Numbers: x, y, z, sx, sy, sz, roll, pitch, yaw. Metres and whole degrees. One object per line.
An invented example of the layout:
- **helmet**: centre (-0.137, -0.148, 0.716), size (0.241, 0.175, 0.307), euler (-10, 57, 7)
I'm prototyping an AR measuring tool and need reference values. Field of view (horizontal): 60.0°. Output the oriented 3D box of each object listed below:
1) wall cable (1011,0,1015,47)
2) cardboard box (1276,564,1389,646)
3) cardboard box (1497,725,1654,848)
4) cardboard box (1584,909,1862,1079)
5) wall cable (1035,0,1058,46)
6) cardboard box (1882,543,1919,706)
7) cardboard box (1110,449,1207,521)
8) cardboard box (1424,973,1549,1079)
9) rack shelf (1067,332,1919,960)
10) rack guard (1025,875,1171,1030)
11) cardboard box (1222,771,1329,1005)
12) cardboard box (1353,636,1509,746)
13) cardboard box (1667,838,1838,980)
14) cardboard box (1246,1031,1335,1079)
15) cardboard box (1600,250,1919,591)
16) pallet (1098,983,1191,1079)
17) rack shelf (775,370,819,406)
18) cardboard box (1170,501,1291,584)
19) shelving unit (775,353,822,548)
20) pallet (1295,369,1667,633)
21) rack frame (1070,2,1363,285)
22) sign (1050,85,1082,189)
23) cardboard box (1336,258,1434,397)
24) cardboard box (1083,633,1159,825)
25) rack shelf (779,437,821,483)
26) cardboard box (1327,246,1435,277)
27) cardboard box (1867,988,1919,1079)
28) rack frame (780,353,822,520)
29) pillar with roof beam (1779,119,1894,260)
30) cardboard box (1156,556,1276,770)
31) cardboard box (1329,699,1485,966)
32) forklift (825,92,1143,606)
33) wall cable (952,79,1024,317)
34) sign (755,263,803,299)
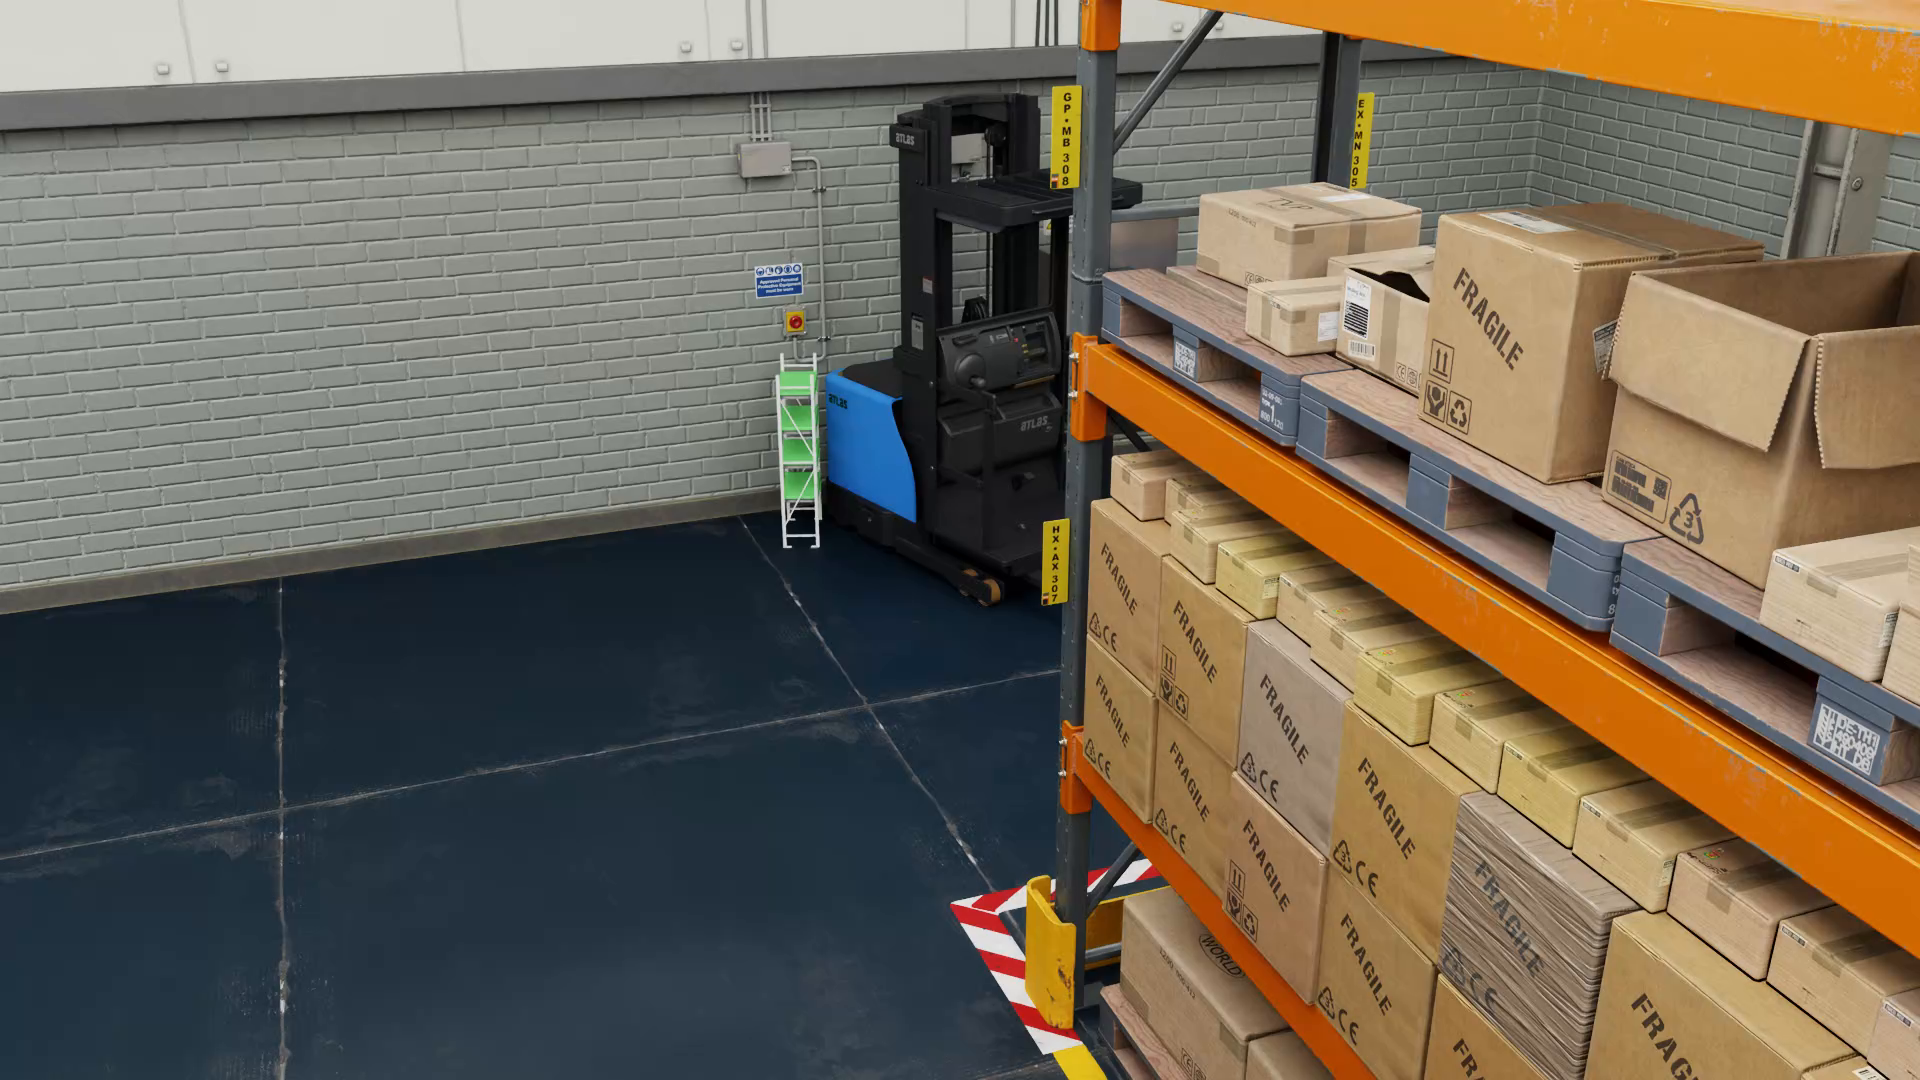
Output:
- **wall cable**: centre (-0.703, -4.453, 10.228), size (2.355, 3.000, 0.029), euler (-8, 24, -19)
- **cardboard box**: centre (1.127, 0.180, 4.709), size (0.380, 0.149, 0.250), euler (-8, 24, -18)
- **cardboard box**: centre (1.479, 0.548, 3.836), size (0.380, 0.149, 0.250), euler (-9, 24, -20)
- **cardboard box**: centre (1.681, 1.070, 3.434), size (0.500, 0.500, 0.500), euler (-9, 24, -20)
- **wall cable**: centre (1.916, -4.839, 11.095), size (2.988, 3.039, 0.133), euler (-8, 24, -19)
- **cardboard box**: centre (1.753, 0.147, 2.680), size (0.396, 0.266, 0.258), euler (-8, 24, -17)
- **cardboard box**: centre (0.732, -0.197, 5.603), size (0.380, 0.149, 0.250), euler (-8, 24, -18)
- **cardboard box**: centre (1.497, 1.349, 4.058), size (0.500, 0.500, 0.500), euler (-9, 24, -20)
- **rack shelf**: centre (1.572, 0.118, 4.172), size (1.077, 0.370, 4.000), euler (-8, 24, -19)
- **rack guard**: centre (0.857, 1.585, 6.845), size (1.175, 0.500, 0.348), euler (-8, 24, -19)
- **cardboard box**: centre (1.134, 0.977, 4.941), size (0.500, 0.500, 0.500), euler (-8, 24, -19)
- **cardboard box**: centre (1.240, 0.373, 4.253), size (0.380, 0.149, 0.250), euler (-9, 24, -20)
- **cardboard box**: centre (1.695, 0.729, 3.406), size (0.380, 0.149, 0.250), euler (-9, 24, -19)
- **cardboard box**: centre (1.523, 1.987, 5.432), size (0.875, 0.438, 0.875), euler (-8, 24, -18)
- **cardboard box**: centre (1.772, -0.259, 3.339), size (0.797, 0.503, 0.637), euler (-6, 24, -15)
- **pallet**: centre (1.221, 2.007, 6.217), size (1.003, 0.211, 1.213), euler (-8, 24, -19)
- **rack shelf**: centre (-1.072, -0.984, 10.967), size (0.258, 0.148, 0.480), euler (-1, 23, -2)
- **cardboard box**: centre (0.875, -0.001, 5.139), size (0.380, 0.149, 0.250), euler (-8, 24, -17)
- **shelving unit**: centre (-1.072, -0.600, 11.129), size (0.258, 1.200, 0.503), euler (-1, 23, -2)
- **pallet**: centre (1.572, -0.187, 4.084), size (1.003, 0.211, 1.213), euler (-8, 24, -19)
- **rack frame**: centre (0.865, -2.322, 5.174), size (1.000, 3.000, 0.127), euler (-8, 24, -19)
- **sign**: centre (0.344, -1.305, 5.396), size (0.100, 0.325, 0.005), euler (-8, 24, -19)
- **cardboard box**: centre (1.347, -0.588, 4.366), size (0.500, 0.311, 0.500), euler (-8, 24, -18)
- **cardboard box**: centre (0.766, 0.610, 5.812), size (0.500, 0.500, 0.500), euler (-9, 24, -19)
- **rack shelf**: centre (-1.072, -0.541, 11.154), size (0.258, 0.148, 0.480), euler (-1, 23, -2)
- **cardboard box**: centre (1.331, -0.771, 5.010), size (0.380, 0.149, 0.250), euler (-10, 25, -23)
- **cardboard box**: centre (1.880, 0.911, 2.976), size (0.380, 0.149, 0.250), euler (-8, 24, -18)
- **rack frame**: centre (-1.082, -0.695, 11.354), size (0.240, 1.200, 0.015), euler (-1, 23, -2)
- **pillar with roof beam**: centre (1.371, -3.517, 8.009), size (9.100, 9.000, 0.400), euler (-8, 24, -19)
- **cardboard box**: centre (0.957, 0.336, 5.176), size (0.500, 0.500, 0.500), euler (-9, 24, -20)
- **cardboard box**: centre (1.323, 0.703, 4.305), size (0.500, 0.500, 0.500), euler (-8, 24, -19)
- **forklift**: centre (0.389, -1.161, 10.231), size (1.130, 2.935, 3.031), euler (-17, 28, -35)
- **wall cable**: centre (0.174, -2.270, 11.467), size (0.588, 1.984, 0.122), euler (-8, 24, -19)
- **sign**: centre (-1.216, -1.744, 11.177), size (0.327, 0.218, 0.001), euler (-8, 24, -19)
